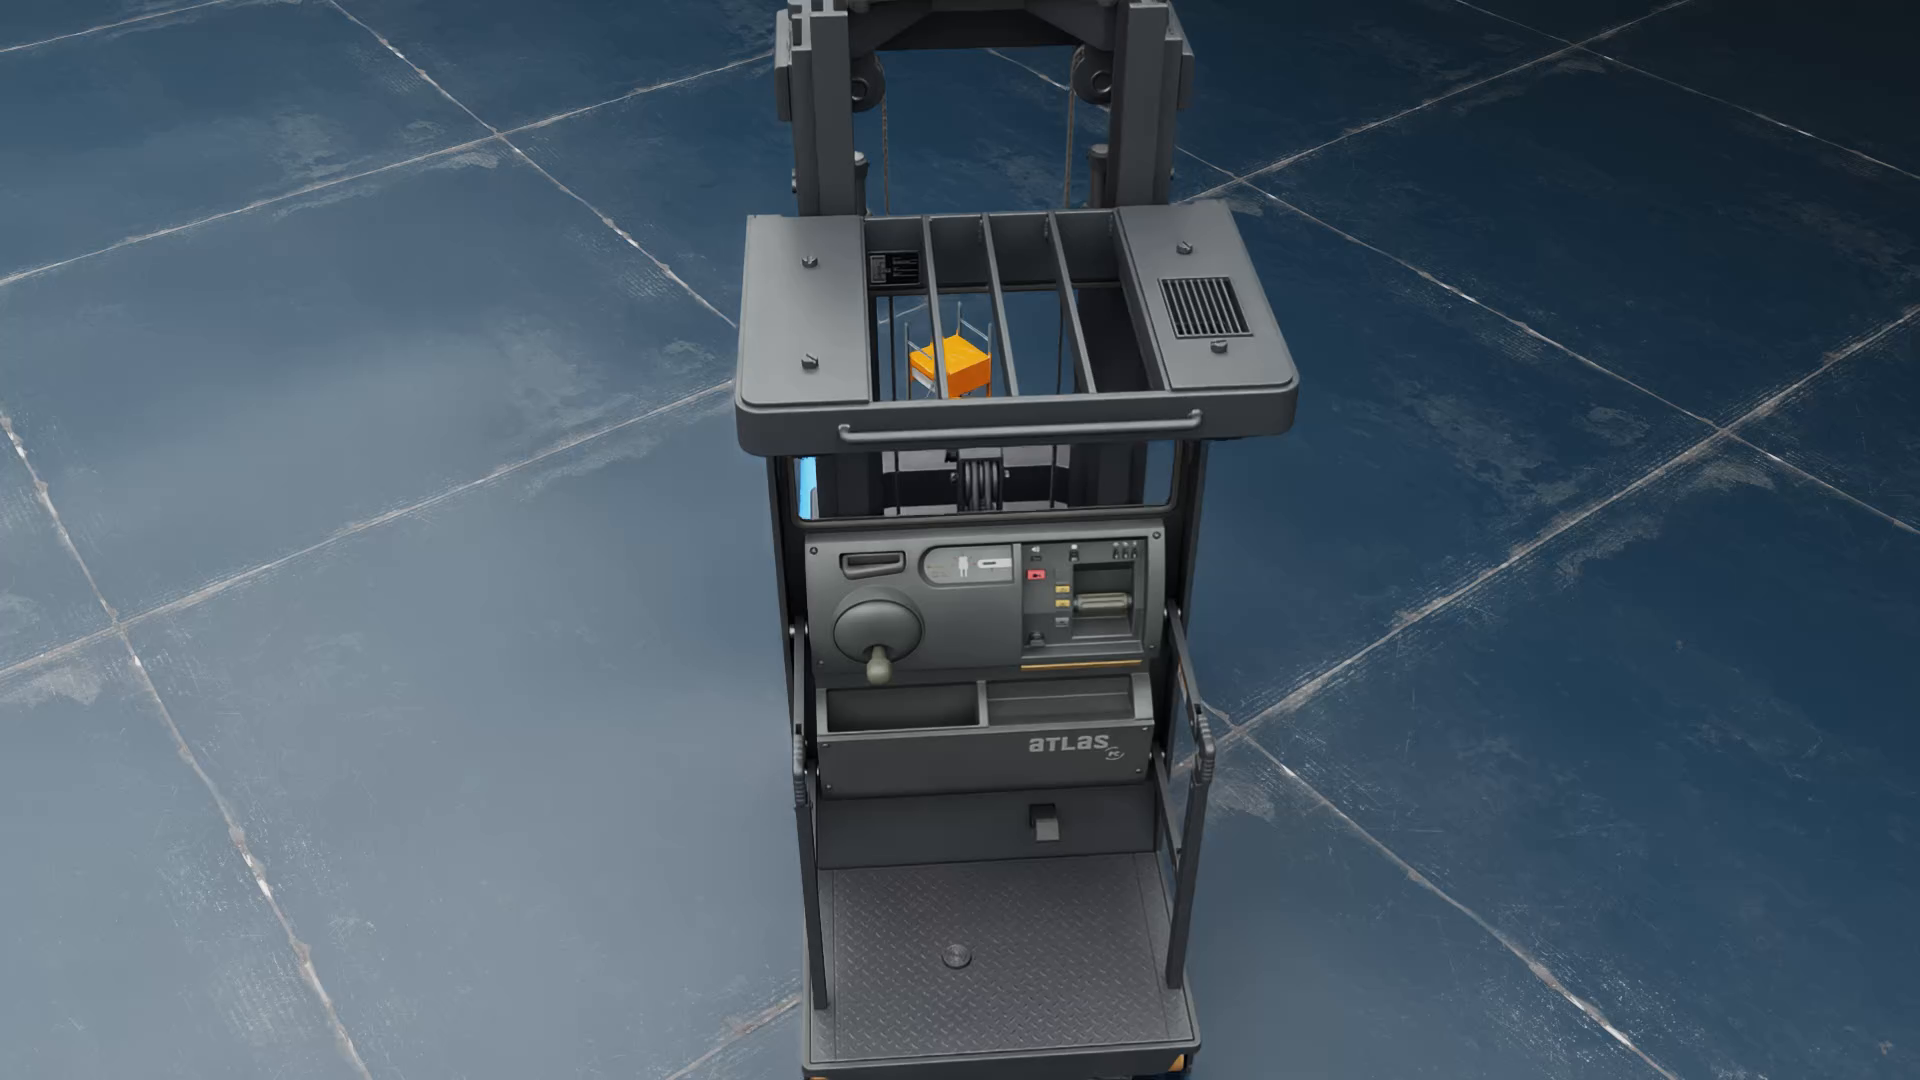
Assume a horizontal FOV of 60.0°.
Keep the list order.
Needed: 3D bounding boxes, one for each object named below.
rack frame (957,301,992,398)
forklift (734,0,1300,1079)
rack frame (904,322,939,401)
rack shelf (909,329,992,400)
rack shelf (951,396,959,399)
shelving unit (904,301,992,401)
[{"bbox_3d":[0.054,-0.432,6.449,0.008,1.050,0.200,-26,46,-28],"label":"rack frame"},{"bbox_3d":[0.086,0.238,4.149,1.130,2.935,3.031,-3,39,-3],"label":"forklift"},{"bbox_3d":[-0.139,-0.338,6.334,0.008,1.050,0.200,-26,46,-28],"label":"rack frame"},{"bbox_3d":[-0.042,-0.596,6.219,0.240,0.259,0.215,-26,46,-28],"label":"rack shelf"},{"bbox_3d":[-0.042,-0.377,6.399,0.240,0.259,0.215,-26,46,-28],"label":"rack shelf"},{"bbox_3d":[-0.042,-0.385,6.392,0.252,1.050,0.215,-26,46,-28],"label":"shelving unit"}]
